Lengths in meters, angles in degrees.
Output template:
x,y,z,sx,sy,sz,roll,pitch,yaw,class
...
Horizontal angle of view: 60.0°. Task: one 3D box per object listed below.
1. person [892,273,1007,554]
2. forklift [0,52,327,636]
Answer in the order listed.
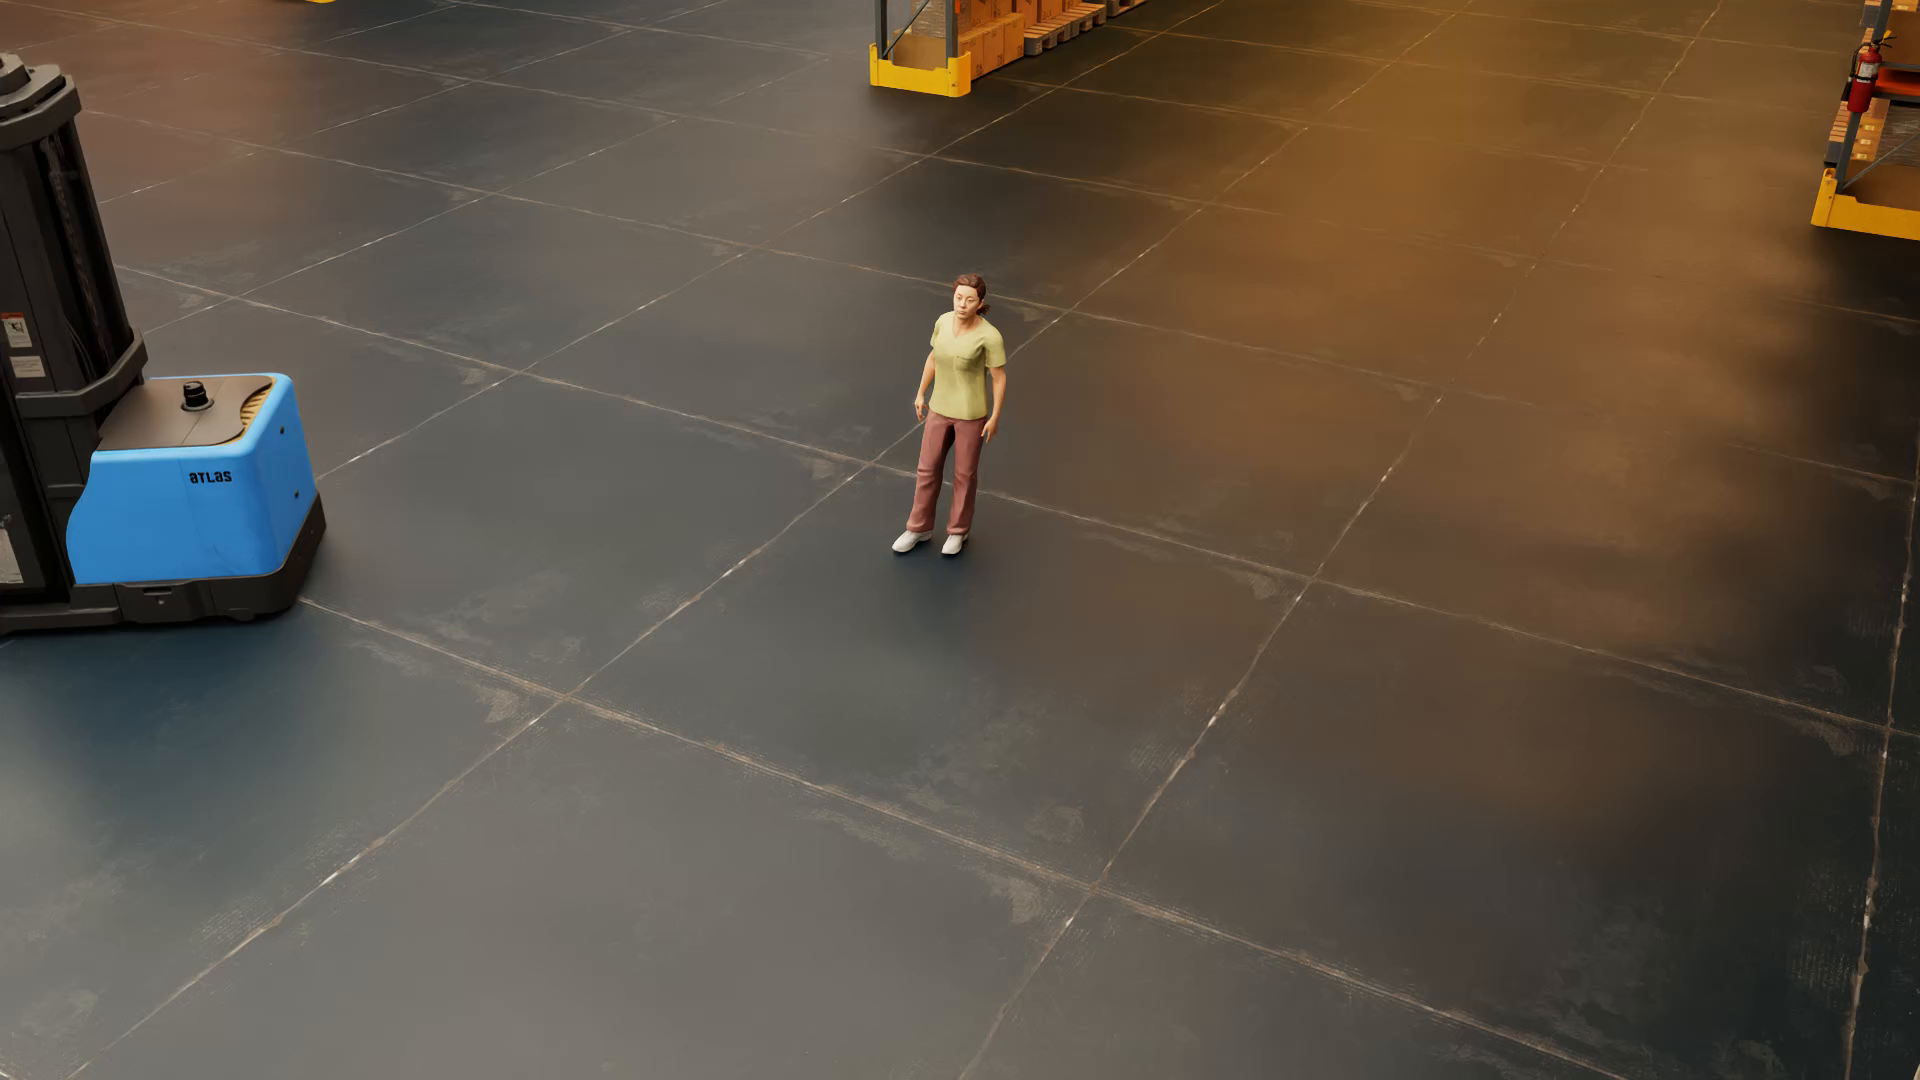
x,y,z,sx,sy,sz,roll,pitch,yaw,class
-0.046,-0.703,9.529,0.553,1.673,0.548,15,33,25,person
-5.267,-0.991,8.787,3.031,2.935,1.130,-3,30,-5,forklift
